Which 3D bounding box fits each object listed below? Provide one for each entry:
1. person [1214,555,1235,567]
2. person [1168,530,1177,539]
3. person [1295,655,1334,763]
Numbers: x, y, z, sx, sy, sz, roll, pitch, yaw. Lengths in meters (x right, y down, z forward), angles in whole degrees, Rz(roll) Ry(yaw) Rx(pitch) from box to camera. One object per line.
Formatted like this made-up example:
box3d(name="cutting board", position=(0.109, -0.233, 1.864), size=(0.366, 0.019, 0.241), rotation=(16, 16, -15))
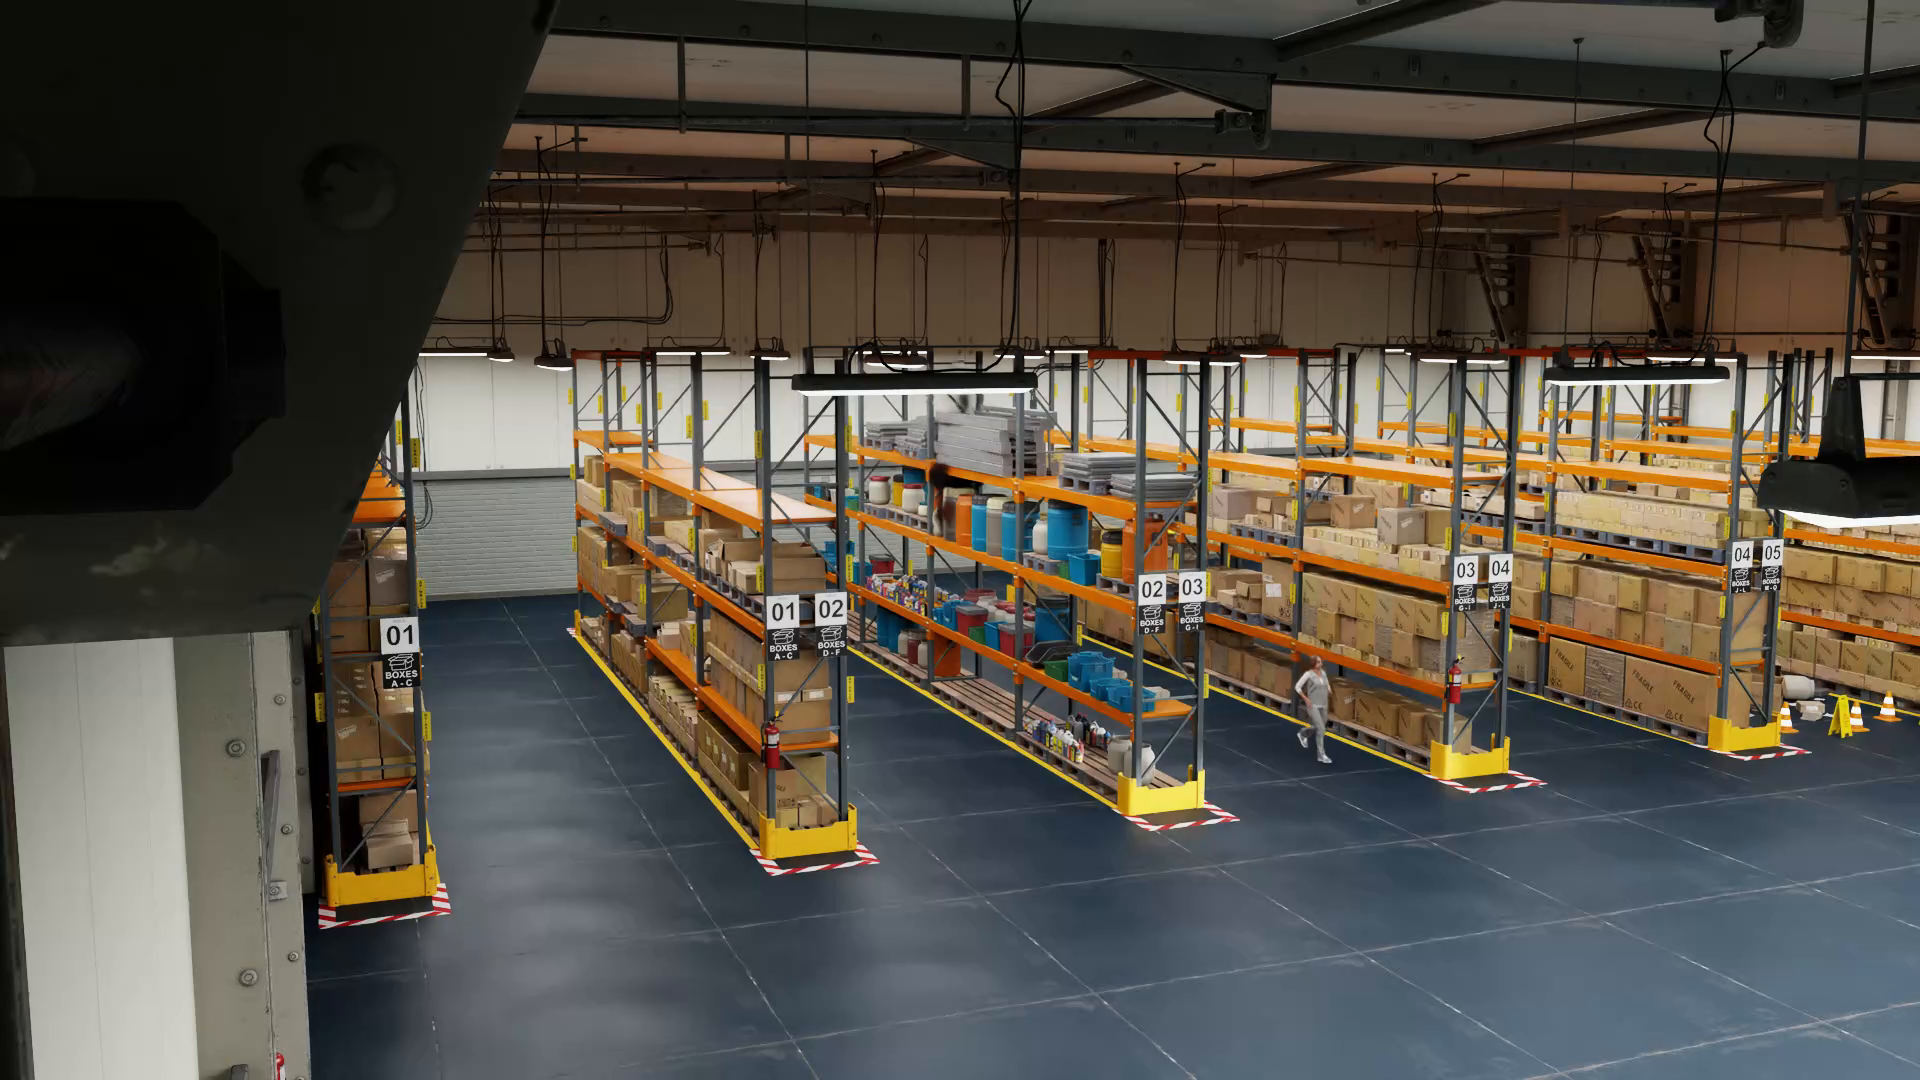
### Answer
box3d(name="person", position=(6.700, 0.349, 41.838), size=(0.525, 1.634, 0.906), rotation=(3, 8, 24))
box3d(name="person", position=(4.903, 0.607, 39.064), size=(0.764, 1.726, 0.953), rotation=(0, 7, -3))
box3d(name="person", position=(5.271, 2.480, 24.736), size=(0.548, 1.568, 0.805), rotation=(-4, 8, -30))
